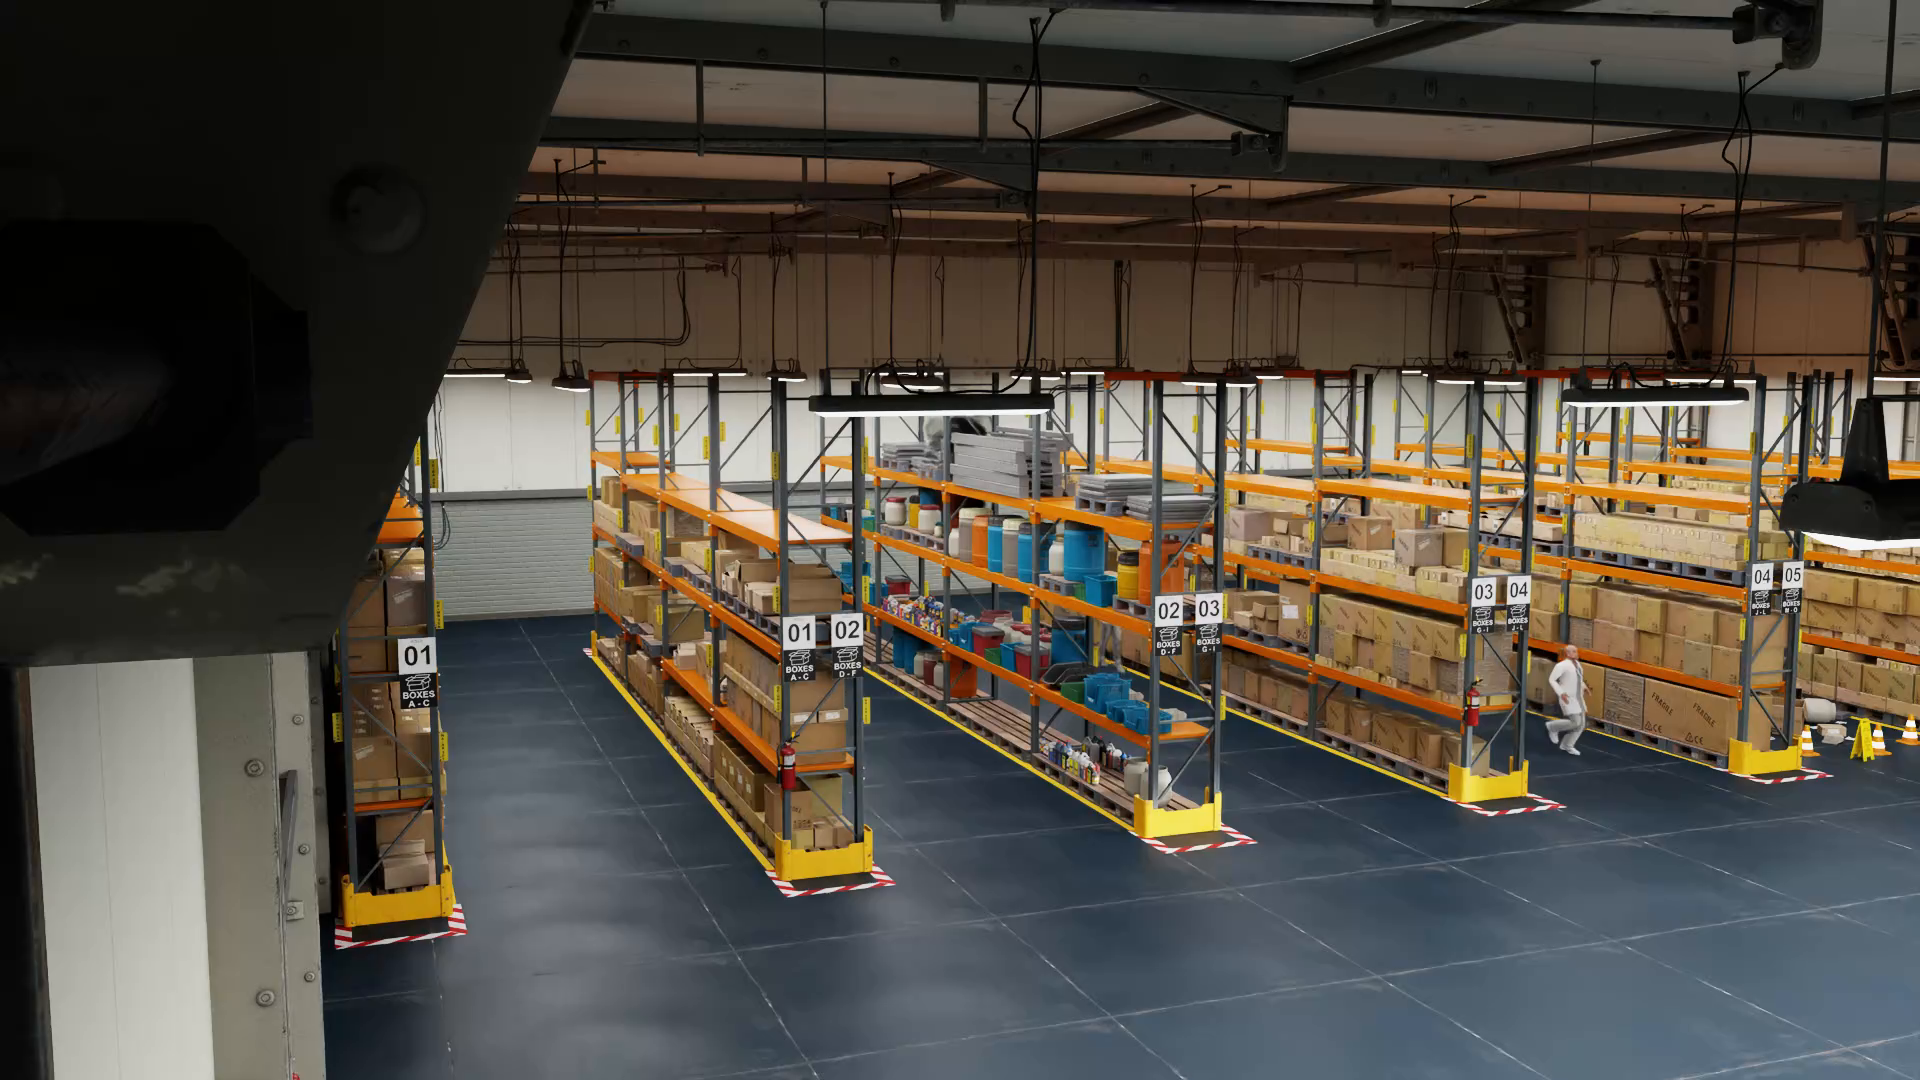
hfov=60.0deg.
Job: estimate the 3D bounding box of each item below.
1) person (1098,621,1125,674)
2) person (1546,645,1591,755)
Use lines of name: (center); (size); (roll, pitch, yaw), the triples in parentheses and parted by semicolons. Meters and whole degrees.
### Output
person: (2.903, 1.606, 31.886); (0.677, 1.854, 0.712); (-3, 7, -25)
person: (9.696, 2.533, 26.499); (0.723, 1.747, 0.634); (-5, 8, -36)
